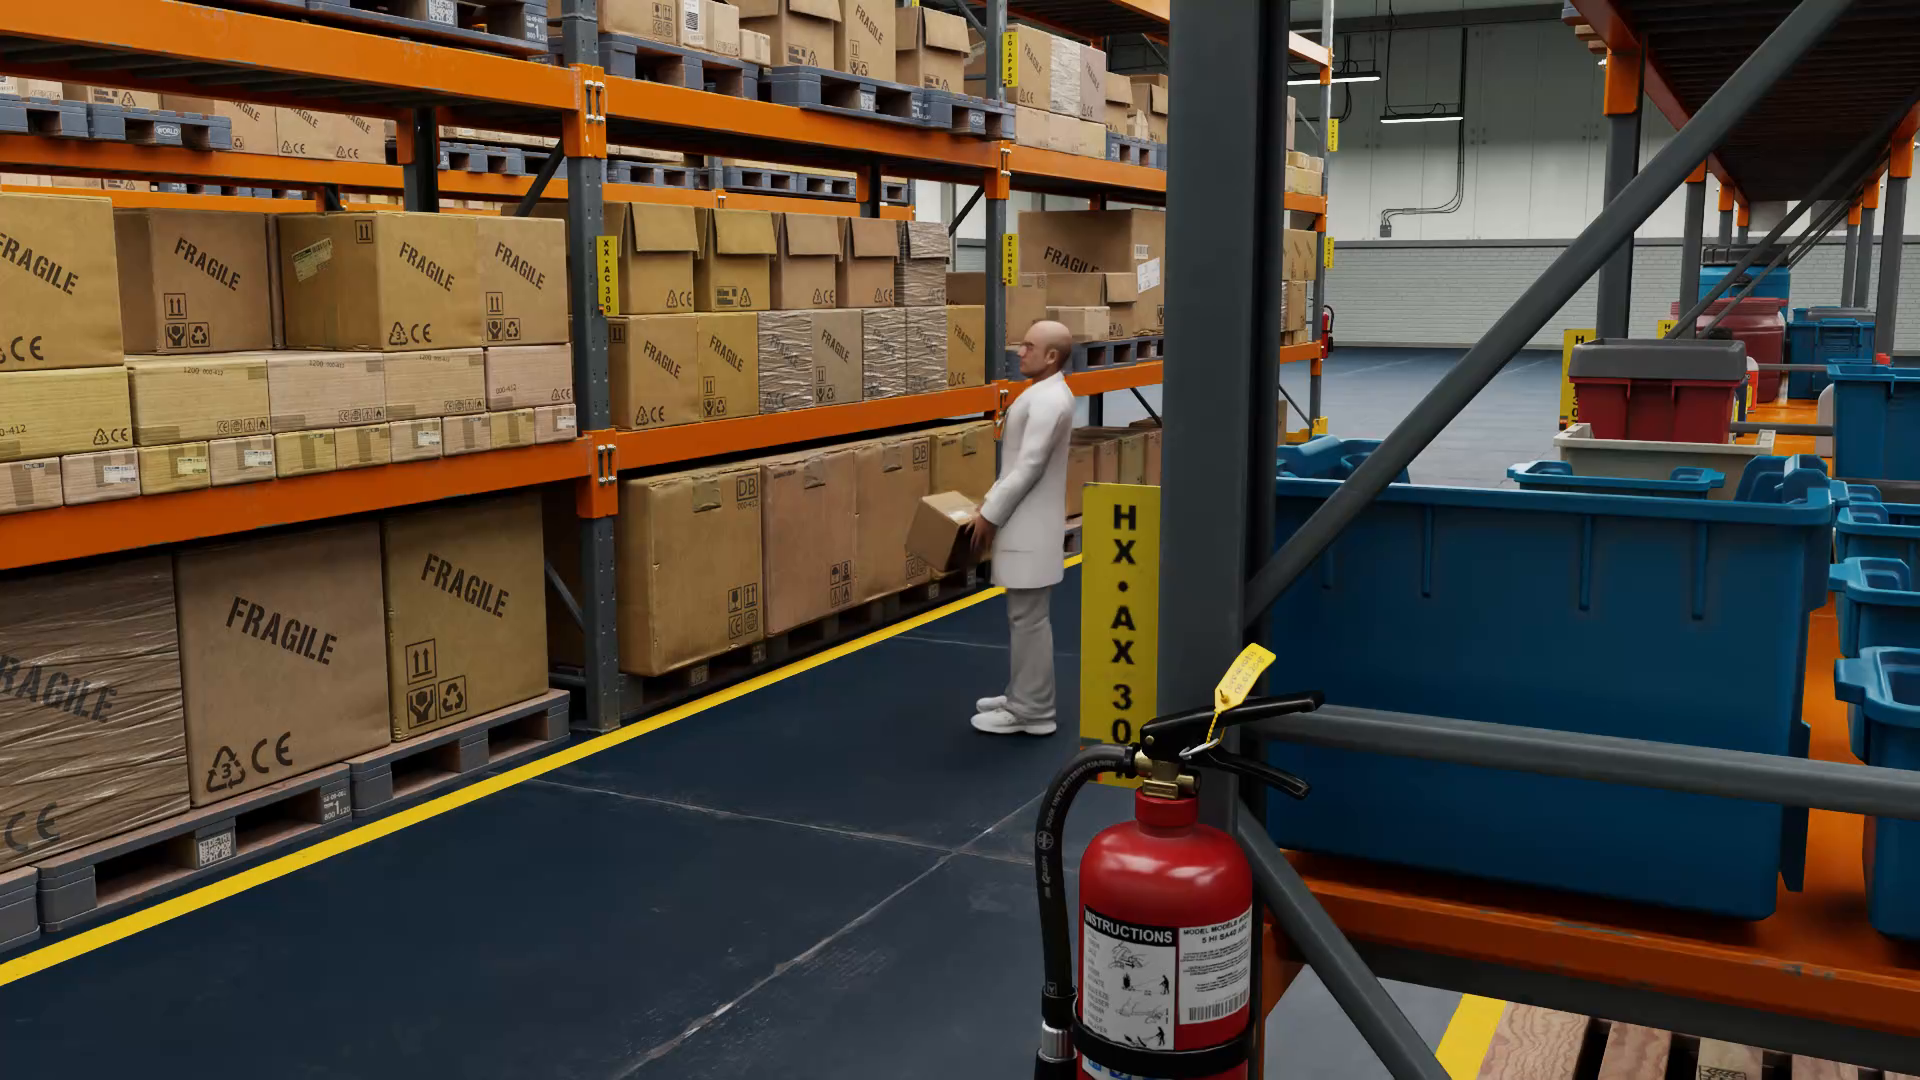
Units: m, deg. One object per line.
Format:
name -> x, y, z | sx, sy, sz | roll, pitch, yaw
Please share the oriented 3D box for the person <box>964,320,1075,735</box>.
person -> 0.248, -0.048, 7.162 | 0.469, 1.784, 0.607 | 1, 9, 7
